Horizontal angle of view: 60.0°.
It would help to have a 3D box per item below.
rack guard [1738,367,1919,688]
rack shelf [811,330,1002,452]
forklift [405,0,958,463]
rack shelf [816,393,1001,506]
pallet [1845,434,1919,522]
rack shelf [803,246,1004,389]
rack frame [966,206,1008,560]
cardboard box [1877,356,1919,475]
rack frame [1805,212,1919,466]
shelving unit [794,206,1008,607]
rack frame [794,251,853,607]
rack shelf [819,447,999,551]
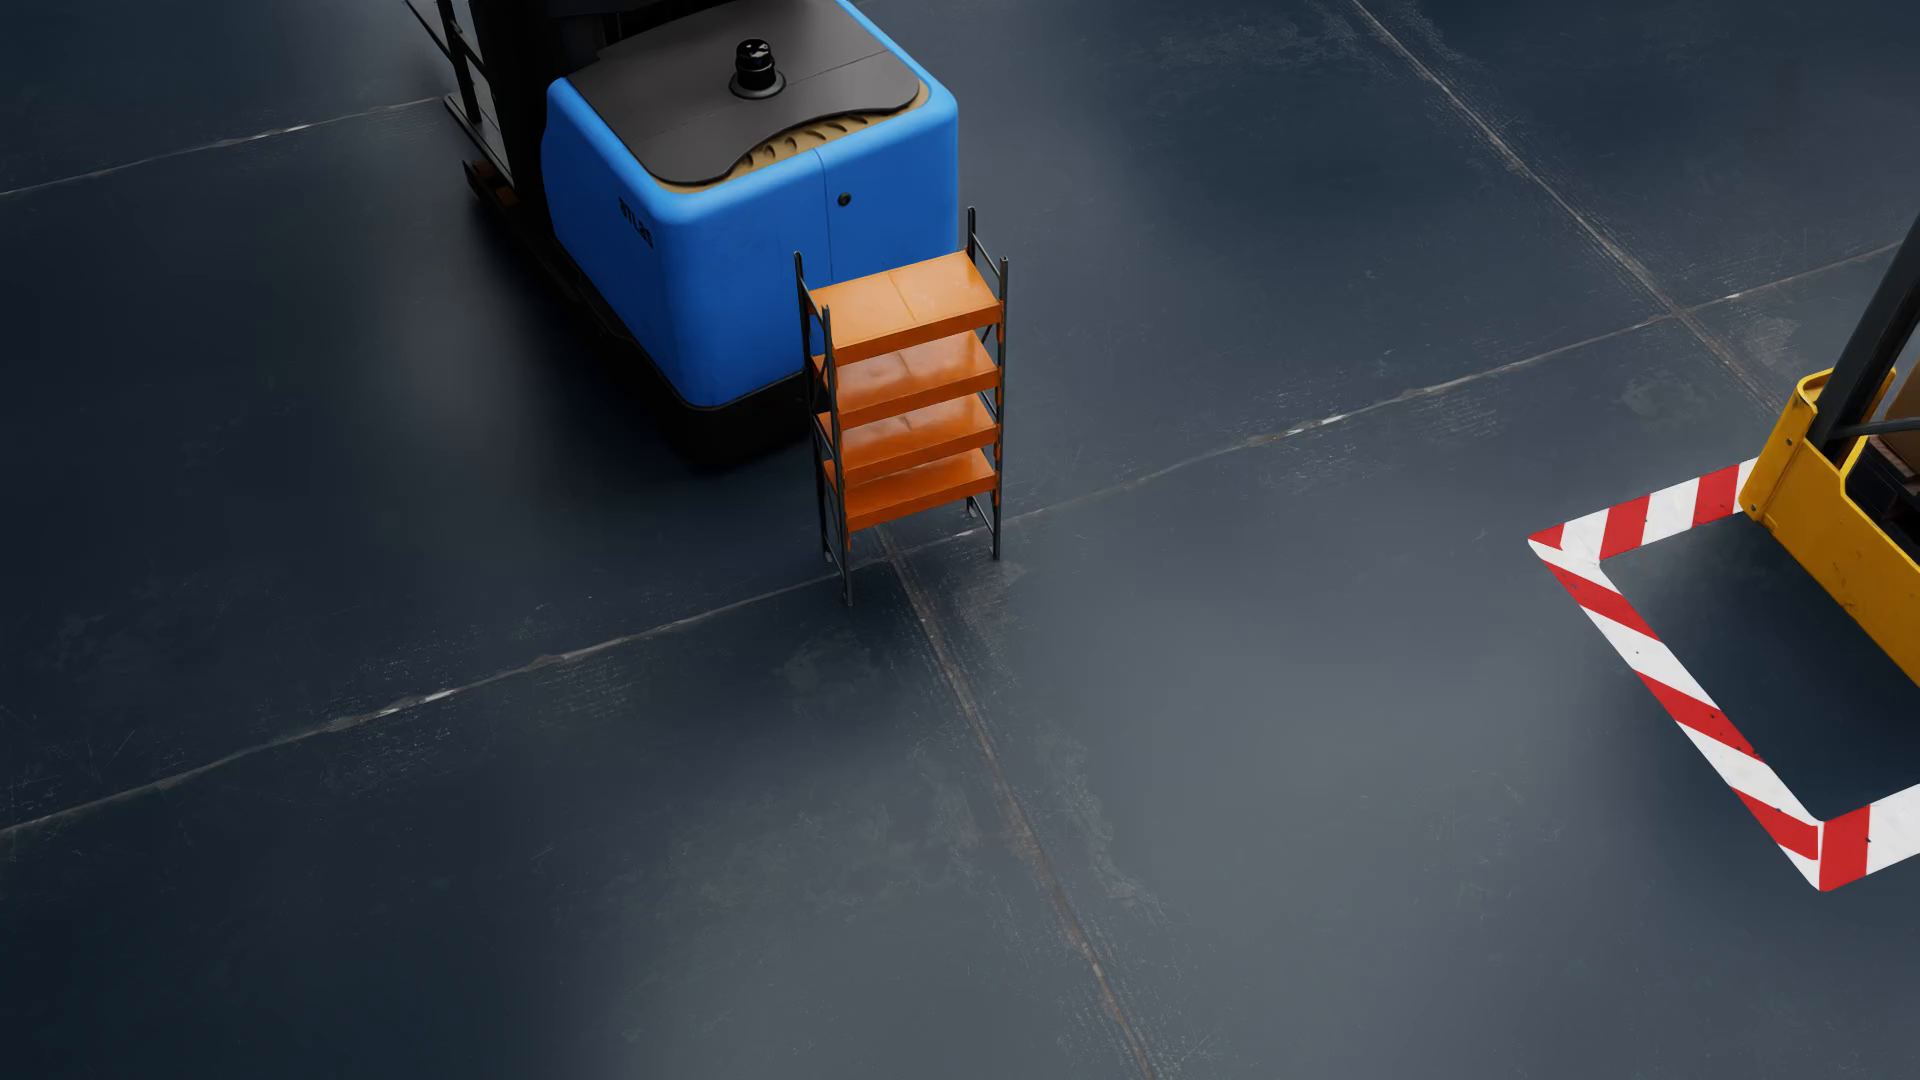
[{"bbox_3d":[2.867,0.053,4.875,0.348,0.500,1.175,-17,52,-14],"label":"rack guard"},{"bbox_3d":[-0.153,-0.445,4.635,0.480,0.148,0.258,-17,52,-14],"label":"rack shelf"},{"bbox_3d":[-1.221,-2.303,5.296,1.130,2.935,3.031,-27,54,-21],"label":"forklift"},{"bbox_3d":[-0.153,-0.300,4.805,0.480,0.148,0.258,-17,52,-14],"label":"rack shelf"},{"bbox_3d":[3.605,-0.082,5.182,1.213,0.211,1.003,-17,52,-14],"label":"pallet"},{"bbox_3d":[-0.153,-0.599,4.456,0.480,0.148,0.258,-17,52,-14],"label":"rack shelf"},{"bbox_3d":[0.073,-0.413,4.814,0.015,1.200,0.240,-17,52,-14],"label":"rack frame"},{"bbox_3d":[3.207,-0.397,4.972,0.500,0.500,0.500,-17,52,-14],"label":"cardboard box"},{"bbox_3d":[2.797,-0.740,3.908,0.127,3.000,1.000,-17,52,-14],"label":"rack frame"},{"bbox_3d":[-0.153,-0.343,4.754,0.503,1.200,0.258,-17,52,-14],"label":"shelving unit"},{"bbox_3d":[-0.379,-0.273,4.694,0.015,1.200,0.240,-17,52,-14],"label":"rack frame"},{"bbox_3d":[-0.153,-0.170,4.956,0.480,0.148,0.258,-17,52,-14],"label":"rack shelf"}]
